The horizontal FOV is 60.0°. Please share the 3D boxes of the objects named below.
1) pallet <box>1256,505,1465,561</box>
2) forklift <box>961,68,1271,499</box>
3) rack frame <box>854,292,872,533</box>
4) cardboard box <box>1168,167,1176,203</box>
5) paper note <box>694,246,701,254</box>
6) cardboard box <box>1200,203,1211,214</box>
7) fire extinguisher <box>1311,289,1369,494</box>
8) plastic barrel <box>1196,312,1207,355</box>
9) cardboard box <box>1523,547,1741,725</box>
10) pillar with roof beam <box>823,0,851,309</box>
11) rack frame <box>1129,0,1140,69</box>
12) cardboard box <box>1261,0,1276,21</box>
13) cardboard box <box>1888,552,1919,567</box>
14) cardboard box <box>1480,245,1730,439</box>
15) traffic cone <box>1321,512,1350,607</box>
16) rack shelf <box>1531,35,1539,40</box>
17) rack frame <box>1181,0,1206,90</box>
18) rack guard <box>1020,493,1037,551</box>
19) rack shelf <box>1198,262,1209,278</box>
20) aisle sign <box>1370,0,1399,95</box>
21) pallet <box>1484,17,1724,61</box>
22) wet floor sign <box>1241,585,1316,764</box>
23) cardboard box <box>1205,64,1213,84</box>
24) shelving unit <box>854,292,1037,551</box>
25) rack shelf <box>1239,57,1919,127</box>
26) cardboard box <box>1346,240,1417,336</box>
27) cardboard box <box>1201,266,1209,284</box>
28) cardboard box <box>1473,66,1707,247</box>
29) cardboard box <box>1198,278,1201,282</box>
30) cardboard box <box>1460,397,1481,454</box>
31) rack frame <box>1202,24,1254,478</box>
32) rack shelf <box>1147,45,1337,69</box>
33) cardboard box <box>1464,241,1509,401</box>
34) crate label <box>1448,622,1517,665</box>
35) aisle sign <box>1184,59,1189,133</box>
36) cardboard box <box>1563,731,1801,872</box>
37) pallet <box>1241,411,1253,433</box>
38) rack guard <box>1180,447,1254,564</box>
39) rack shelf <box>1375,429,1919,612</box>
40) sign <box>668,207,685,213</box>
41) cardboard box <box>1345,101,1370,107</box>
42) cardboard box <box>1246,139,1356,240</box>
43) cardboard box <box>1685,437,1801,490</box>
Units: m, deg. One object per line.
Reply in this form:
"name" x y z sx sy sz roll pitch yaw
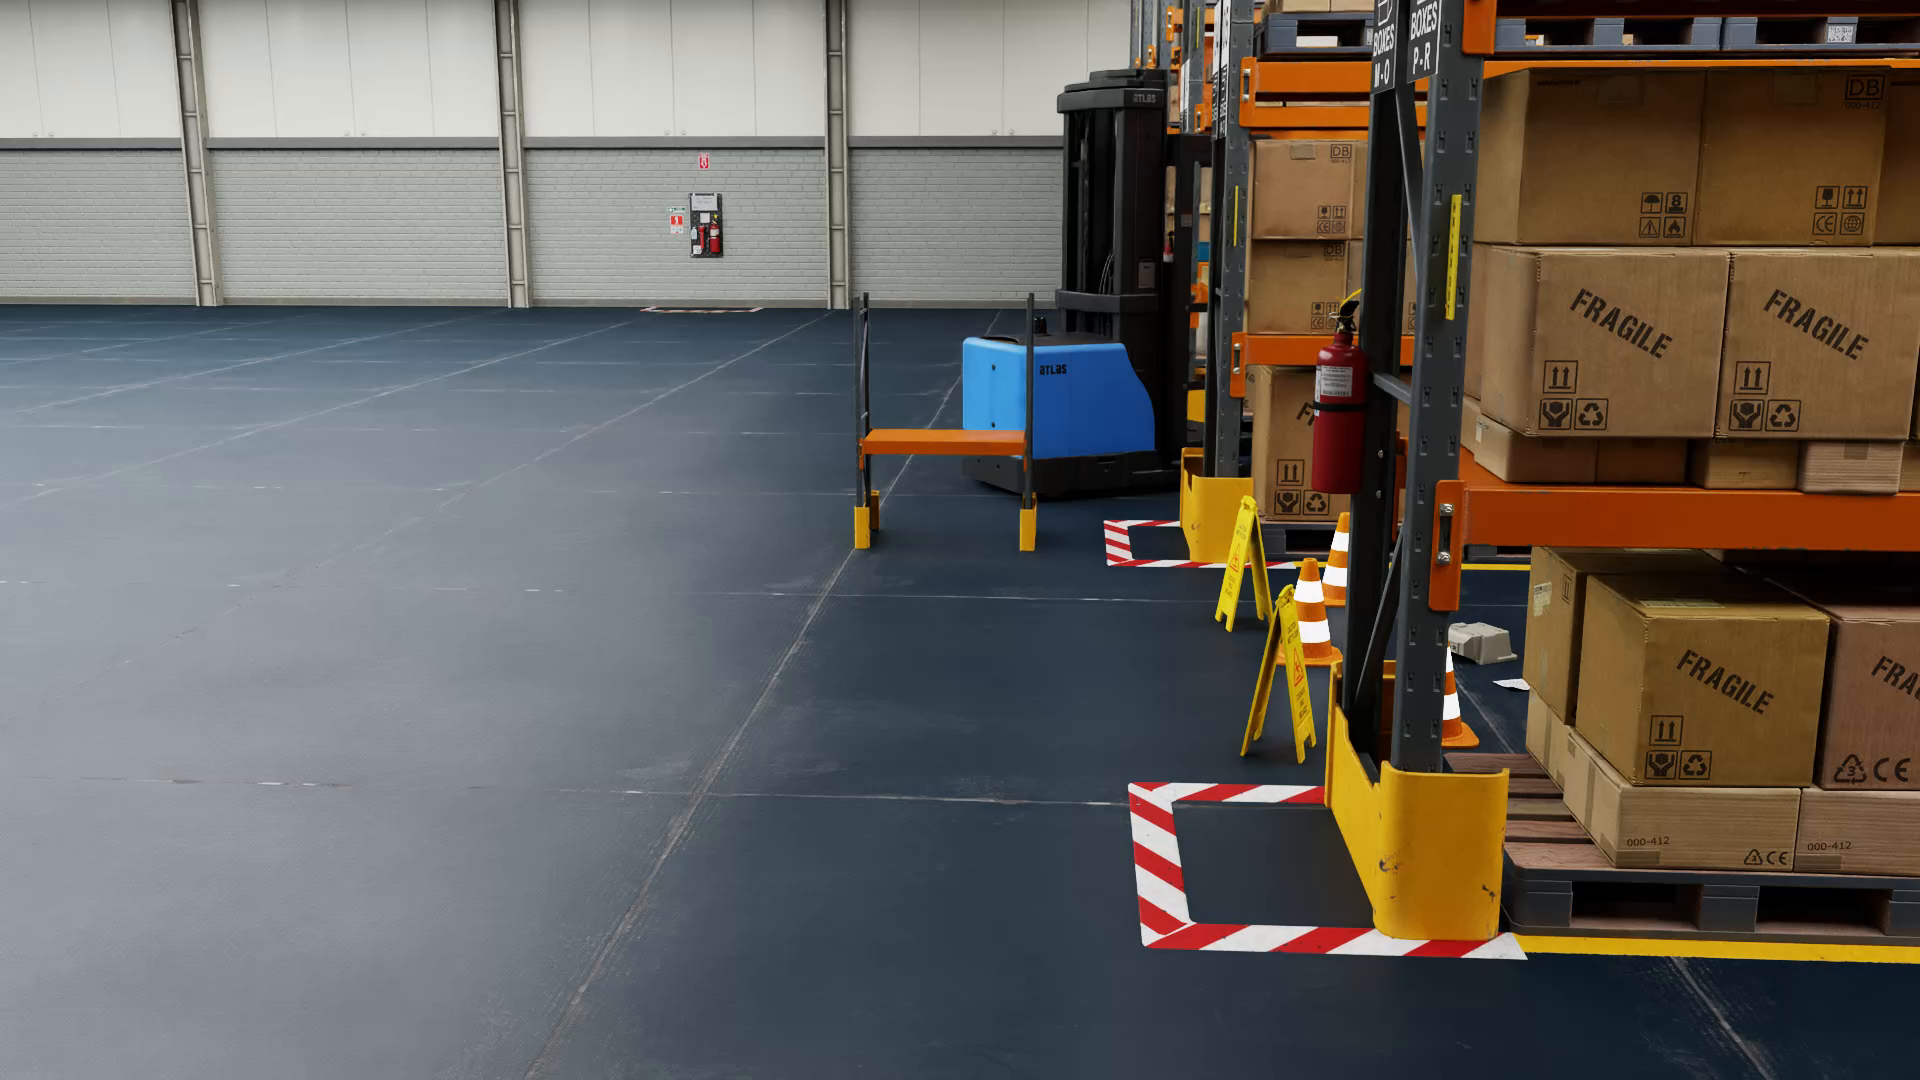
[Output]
"pallet" 2.379 -0.092 10.191 1.213 0.211 1.003 1 12 4
"forklift" 1.562 -1.905 12.215 3.031 2.935 1.130 -6 13 -26
"rack frame" -0.592 -0.742 10.153 0.032 1.500 0.500 1 12 4
"cardboard box" 3.192 -5.161 24.204 0.500 0.500 0.700 1 12 4
"paper note" -4.864 -5.375 30.791 0.142 0.148 0.016 1 12 4
"cardboard box" 3.564 -4.798 24.049 0.250 0.149 0.380 1 12 4
"fire extinguisher" 1.263 -0.497 5.506 0.183 0.674 0.296 1 12 4
"plastic barrel" 3.001 -2.470 19.800 0.421 0.512 0.421 0 12 0
"cardboard box" 2.163 0.292 5.405 0.500 0.500 0.500 1 12 4
"pillar with roof beam" -2.517 -7.805 25.605 0.400 9.000 9.100 1 12 4
"rack frame" 3.001 -8.436 28.617 0.127 3.000 1.000 1 12 4
"cardboard box" 1.931 -3.116 9.856 0.250 0.149 0.380 1 12 4
"cardboard box" 3.047 -0.026 5.341 0.250 0.149 0.380 1 12 6
"cardboard box" 1.800 -0.570 4.698 0.500 0.500 0.500 1 12 3
"traffic cone" 2.011 0.087 8.720 0.334 0.463 0.336 1 12 4
"rack shelf" 8.326 -5.782 18.664 4.000 0.370 1.077 1 12 4
"rack frame" 2.008 -5.400 14.105 0.127 3.000 1.000 1 12 4
"rack guard" 0.421 -0.117 10.215 0.087 0.250 0.587 1 12 4
"rack shelf" 4.335 -3.096 19.499 4.000 0.370 1.077 1 12 4
"aisle sign" 1.304 -1.772 5.062 0.004 0.787 0.394 1 12 4
"pallet" 3.538 -2.852 9.468 1.213 0.211 1.003 1 12 4
"wet floor sign" 1.228 0.492 6.339 0.232 0.644 0.267 5 13 23
"cardboard box" 2.306 -4.113 14.673 0.250 0.149 0.380 1 12 4
"shelving unit" -0.076 -0.735 10.119 1.083 1.500 0.587 1 12 4
"rack shelf" 3.572 -2.540 9.517 4.000 0.370 1.077 1 12 4
"cardboard box" 2.500 -1.526 9.872 0.550 0.550 0.875 1 12 4
"cardboard box" 2.307 -2.379 14.928 0.250 0.149 0.380 1 12 4
"cardboard box" 1.871 -1.161 5.077 0.500 0.500 0.700 0 12 2
"cardboard box" 3.693 -3.655 24.272 0.500 0.500 0.500 1 12 4
"cardboard box" 1.734 -0.355 5.251 0.250 0.149 0.380 1 12 6
"rack frame" 1.576 -1.452 9.882 0.127 3.000 1.000 1 12 4
"rack shelf" 4.670 -6.848 23.763 4.000 0.370 1.077 1 12 4
"cardboard box" 1.906 -0.682 5.234 0.500 0.500 0.500 1 12 3
"crate label" 2.385 0.471 7.681 0.298 0.136 0.250 -6 13 -26
"aisle sign" 1.927 -3.676 14.164 0.004 0.787 0.394 1 12 4
"cardboard box" 2.133 0.769 4.956 0.500 0.250 0.500 1 12 3
"pallet" 2.893 -1.079 14.912 1.213 0.211 1.003 1 12 4
"rack guard" 1.552 -0.228 10.139 0.348 0.500 1.175 1 12 4
"rack shelf" 3.342 -0.060 4.984 4.000 0.370 1.077 1 12 4
"sign" -5.233 -6.094 30.692 0.331 0.109 0.001 1 12 4
"cardboard box" 3.481 -3.786 14.079 0.500 0.250 0.500 1 12 4
"cardboard box" 1.944 -2.041 9.694 0.550 0.550 0.875 1 12 4
"cardboard box" 2.183 -0.248 4.743 0.250 0.149 0.380 0 12 2
